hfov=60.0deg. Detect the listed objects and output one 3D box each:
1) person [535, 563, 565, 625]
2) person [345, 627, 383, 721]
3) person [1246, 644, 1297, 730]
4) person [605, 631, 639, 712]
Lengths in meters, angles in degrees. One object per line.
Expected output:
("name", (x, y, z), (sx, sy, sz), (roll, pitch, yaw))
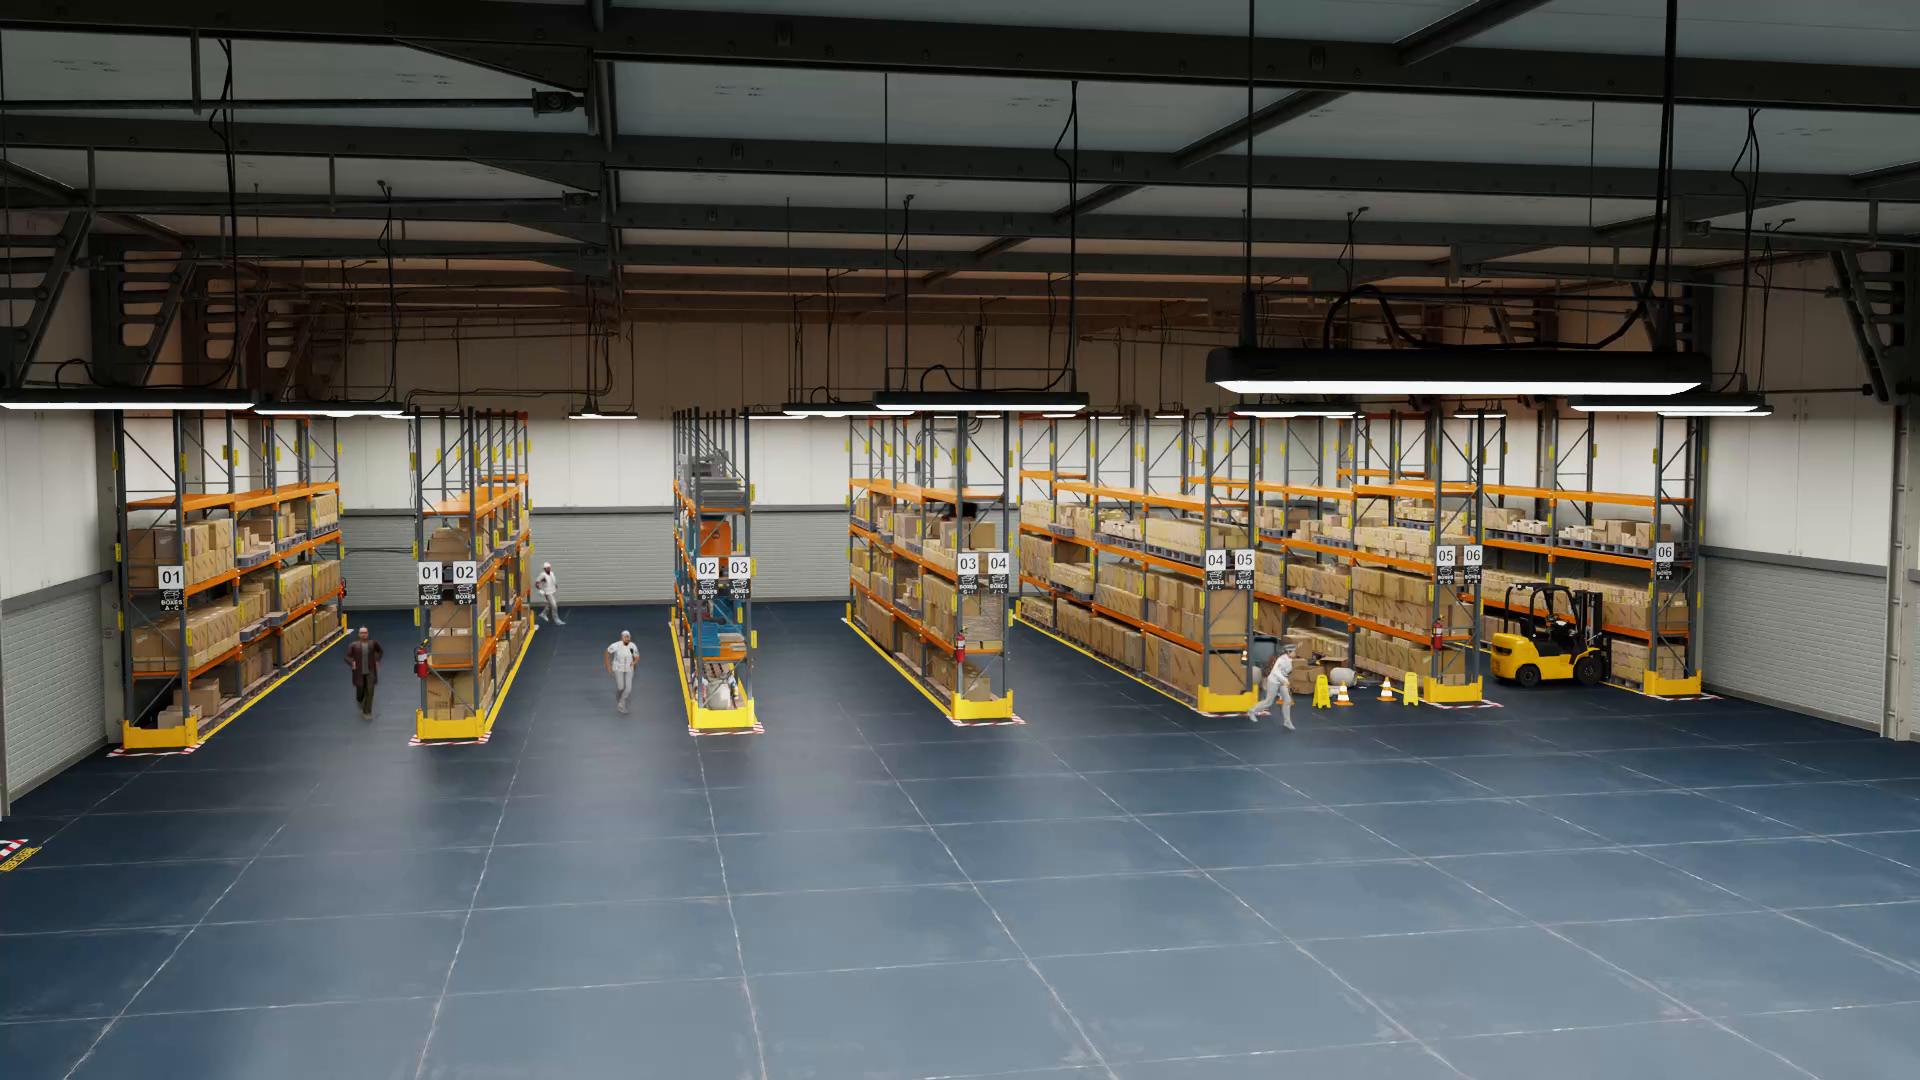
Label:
("person", (-11.596, 1.510, 46.768), (0.906, 1.766, 0.747), (2, 4, 21))
("person", (-11.509, 2.565, 32.156), (0.711, 1.764, 0.918), (-2, 4, -24))
("person", (5.851, 2.733, 31.148), (0.976, 1.631, 0.653), (2, 5, 27))
("person", (-6.640, 2.599, 32.805), (0.646, 1.619, 0.622), (-2, 4, -23))
